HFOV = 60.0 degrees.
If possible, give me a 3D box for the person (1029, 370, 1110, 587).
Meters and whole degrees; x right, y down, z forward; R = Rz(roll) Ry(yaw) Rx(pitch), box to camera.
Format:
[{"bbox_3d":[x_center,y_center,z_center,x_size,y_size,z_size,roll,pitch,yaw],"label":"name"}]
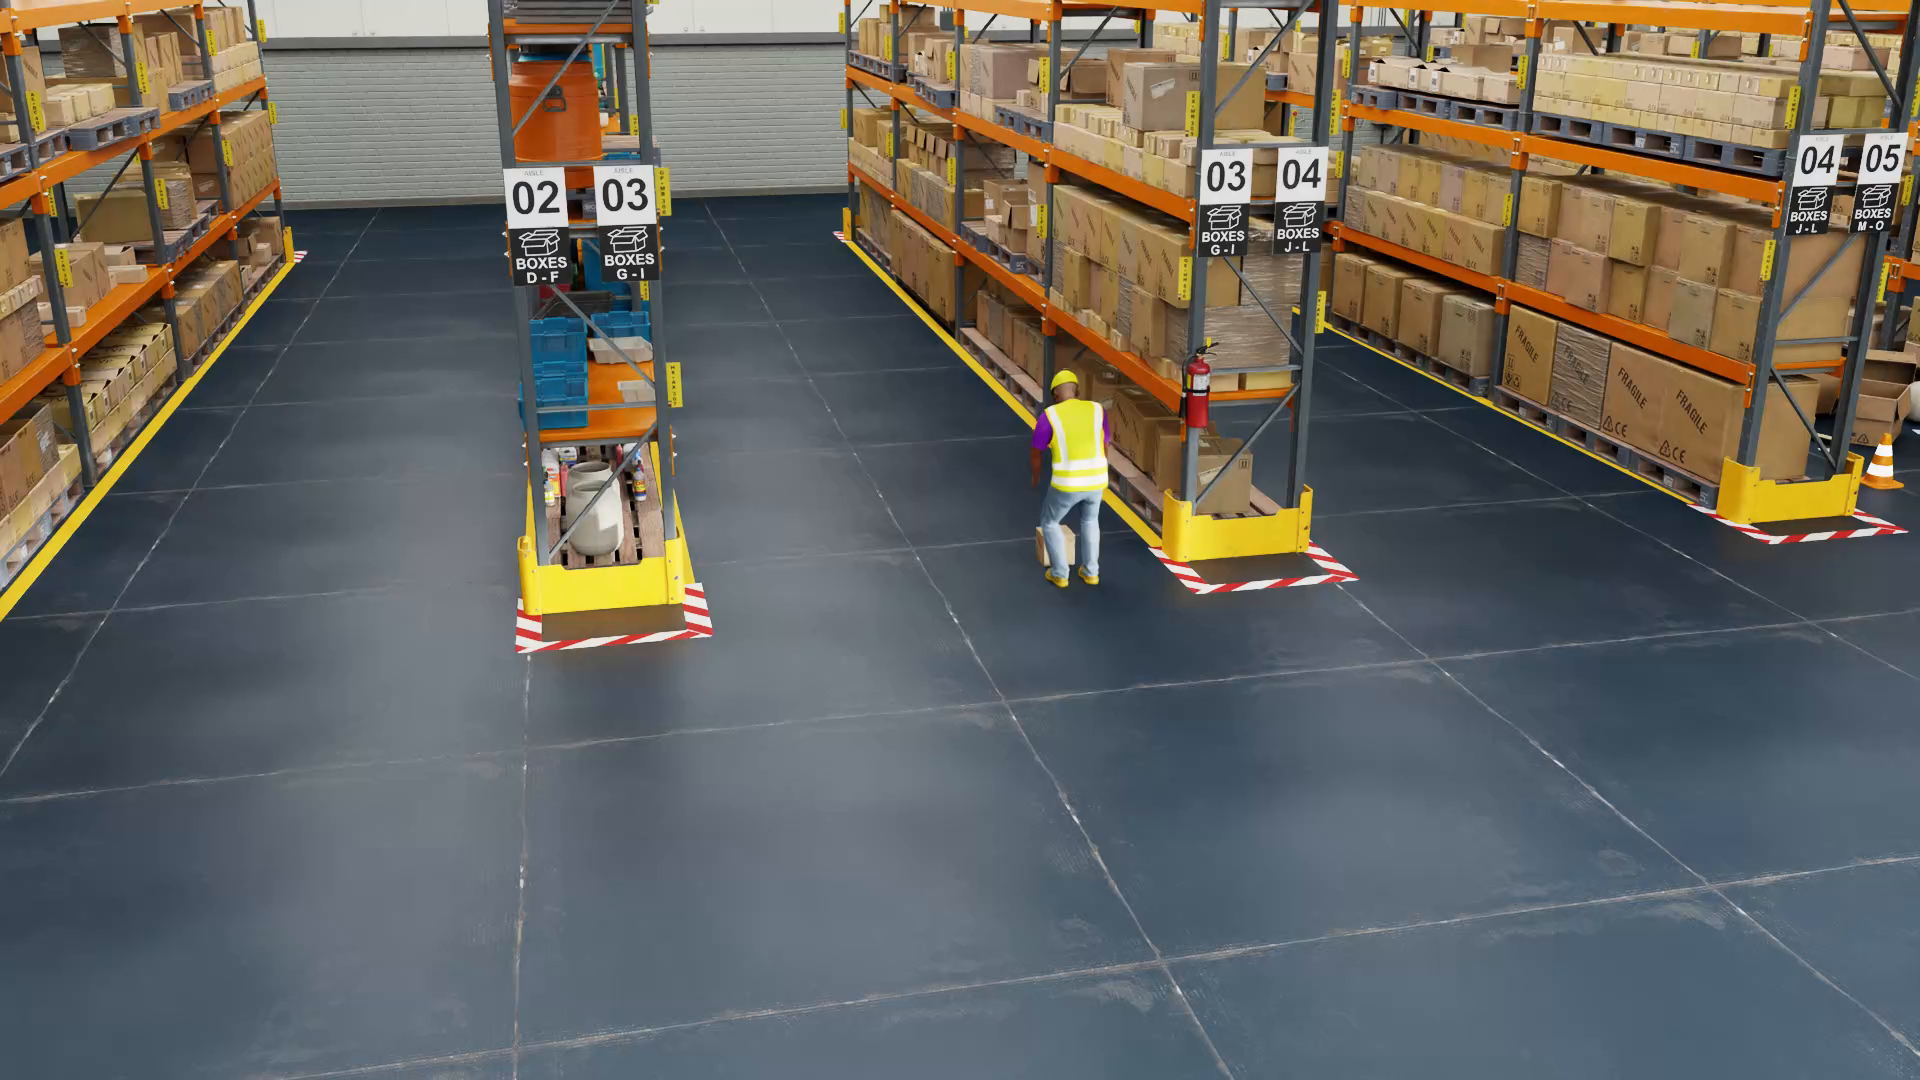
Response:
[{"bbox_3d":[0.829,-0.456,12.554,0.616,1.613,0.599,-4,20,-12],"label":"person"}]
